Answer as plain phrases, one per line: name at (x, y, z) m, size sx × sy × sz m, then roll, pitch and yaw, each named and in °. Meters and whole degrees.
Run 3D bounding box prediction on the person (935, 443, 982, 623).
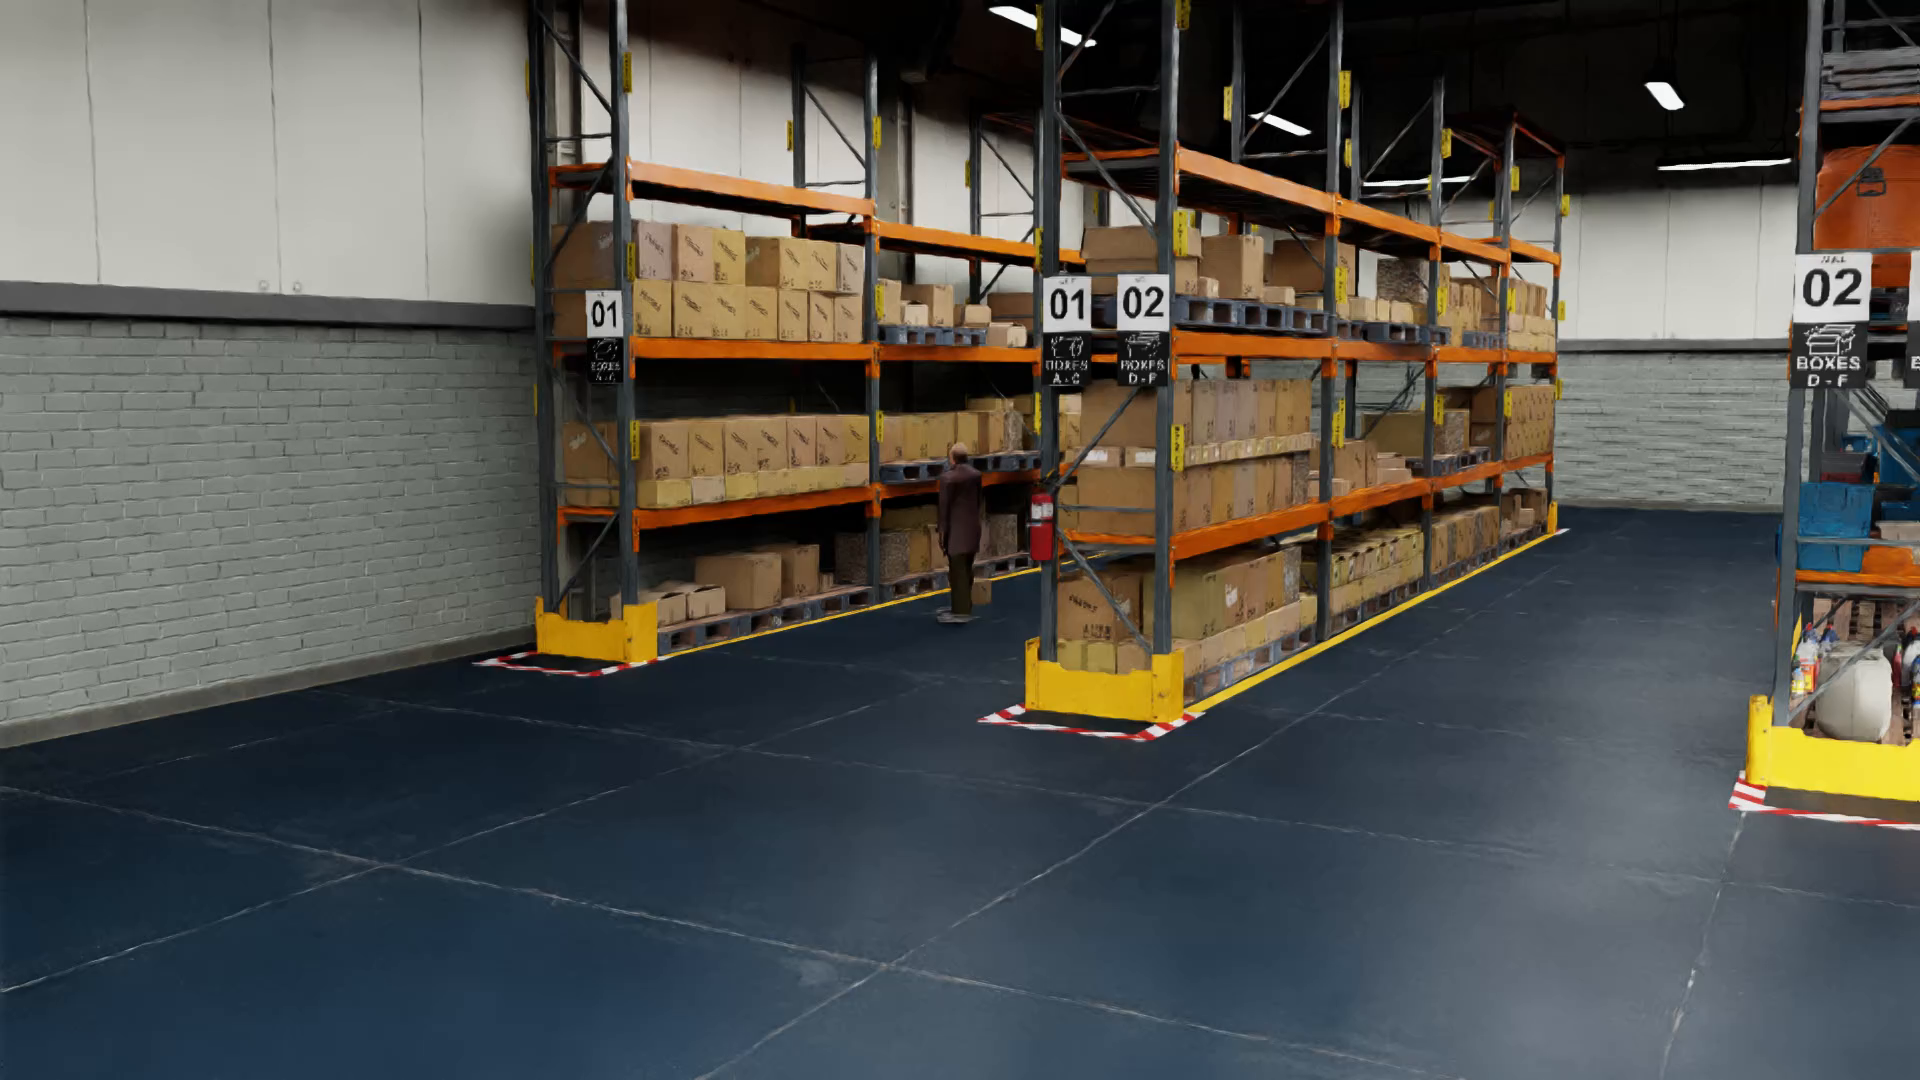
person at (-0.032, -0.081, 16.637) m, size 0.566 × 1.788 × 0.663 m, roll 5°, pitch 7°, yaw 39°
